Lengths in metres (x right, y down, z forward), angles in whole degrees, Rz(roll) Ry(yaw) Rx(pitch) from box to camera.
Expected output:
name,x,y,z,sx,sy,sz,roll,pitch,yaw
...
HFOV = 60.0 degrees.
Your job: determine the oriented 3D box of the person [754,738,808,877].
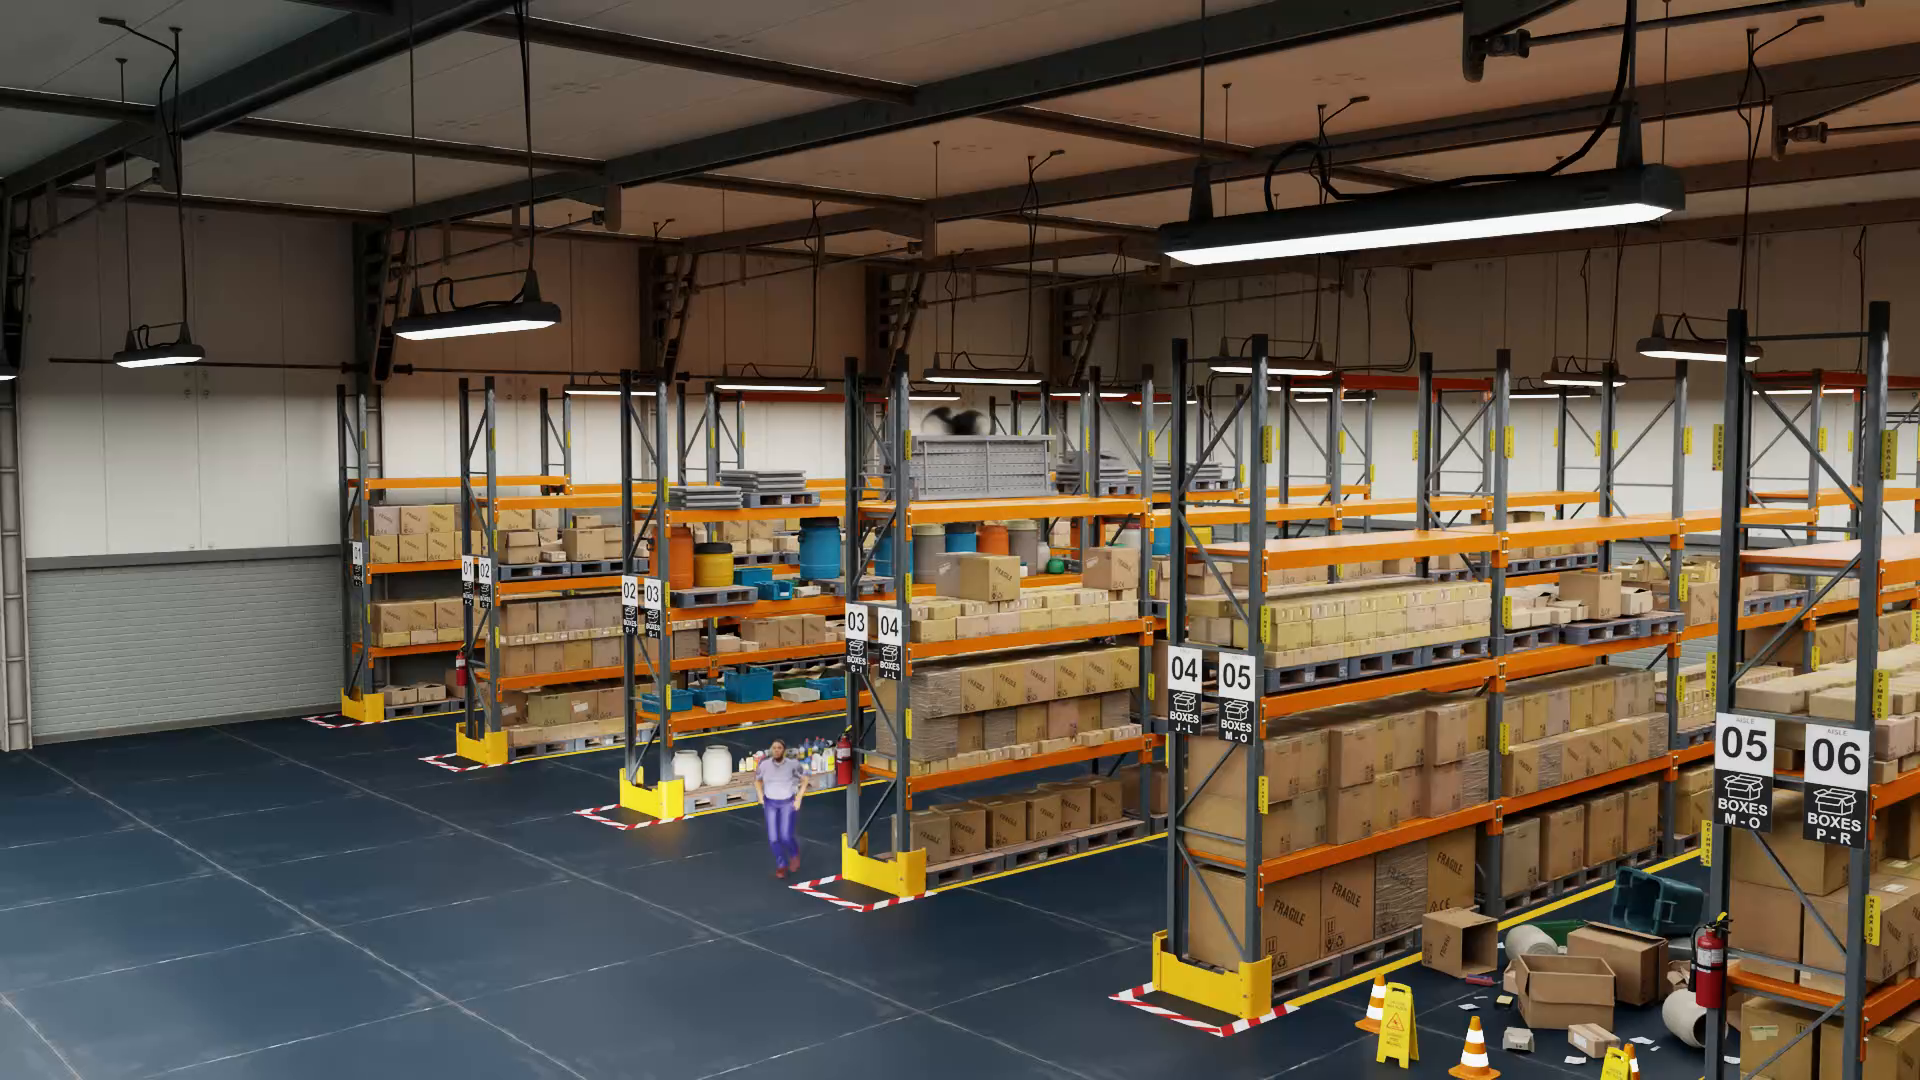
name,x,y,z,sx,sy,sz,roll,pitch,yaw
person,-2.099,3.101,19.236,0.608,1.614,0.539,1,4,11
